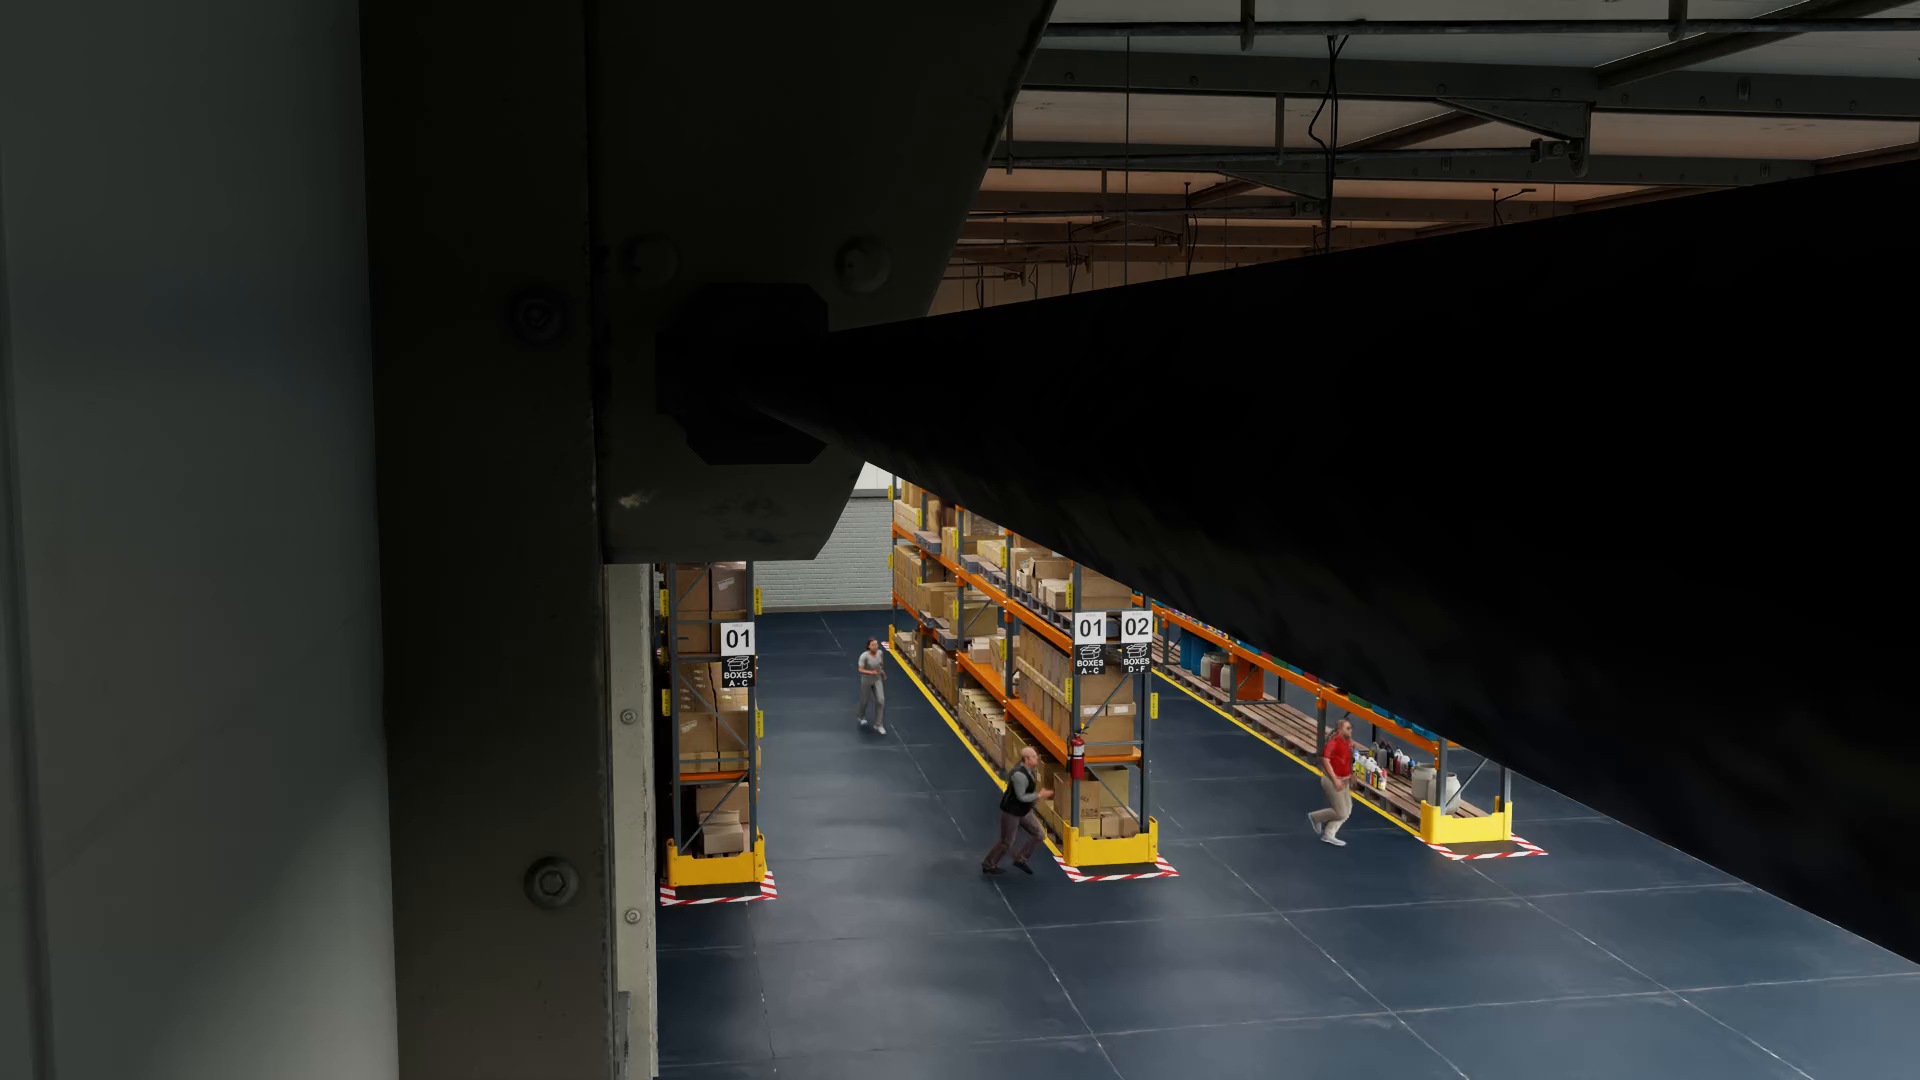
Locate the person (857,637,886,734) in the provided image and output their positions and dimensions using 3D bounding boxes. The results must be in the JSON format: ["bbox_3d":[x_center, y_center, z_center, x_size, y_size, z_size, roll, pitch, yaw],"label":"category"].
[{"bbox_3d":[-1.524,2.445,28.444,0.564,1.641,0.953,-3,7,-22],"label":"person"}]

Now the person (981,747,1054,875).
[{"bbox_3d":[0.700,3.314,20.251,0.915,1.647,0.574,2,7,21],"label":"person"}]

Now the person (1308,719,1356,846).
[{"bbox_3d":[4.861,3.161,21.788,0.572,1.673,0.661,4,8,35],"label":"person"}]
